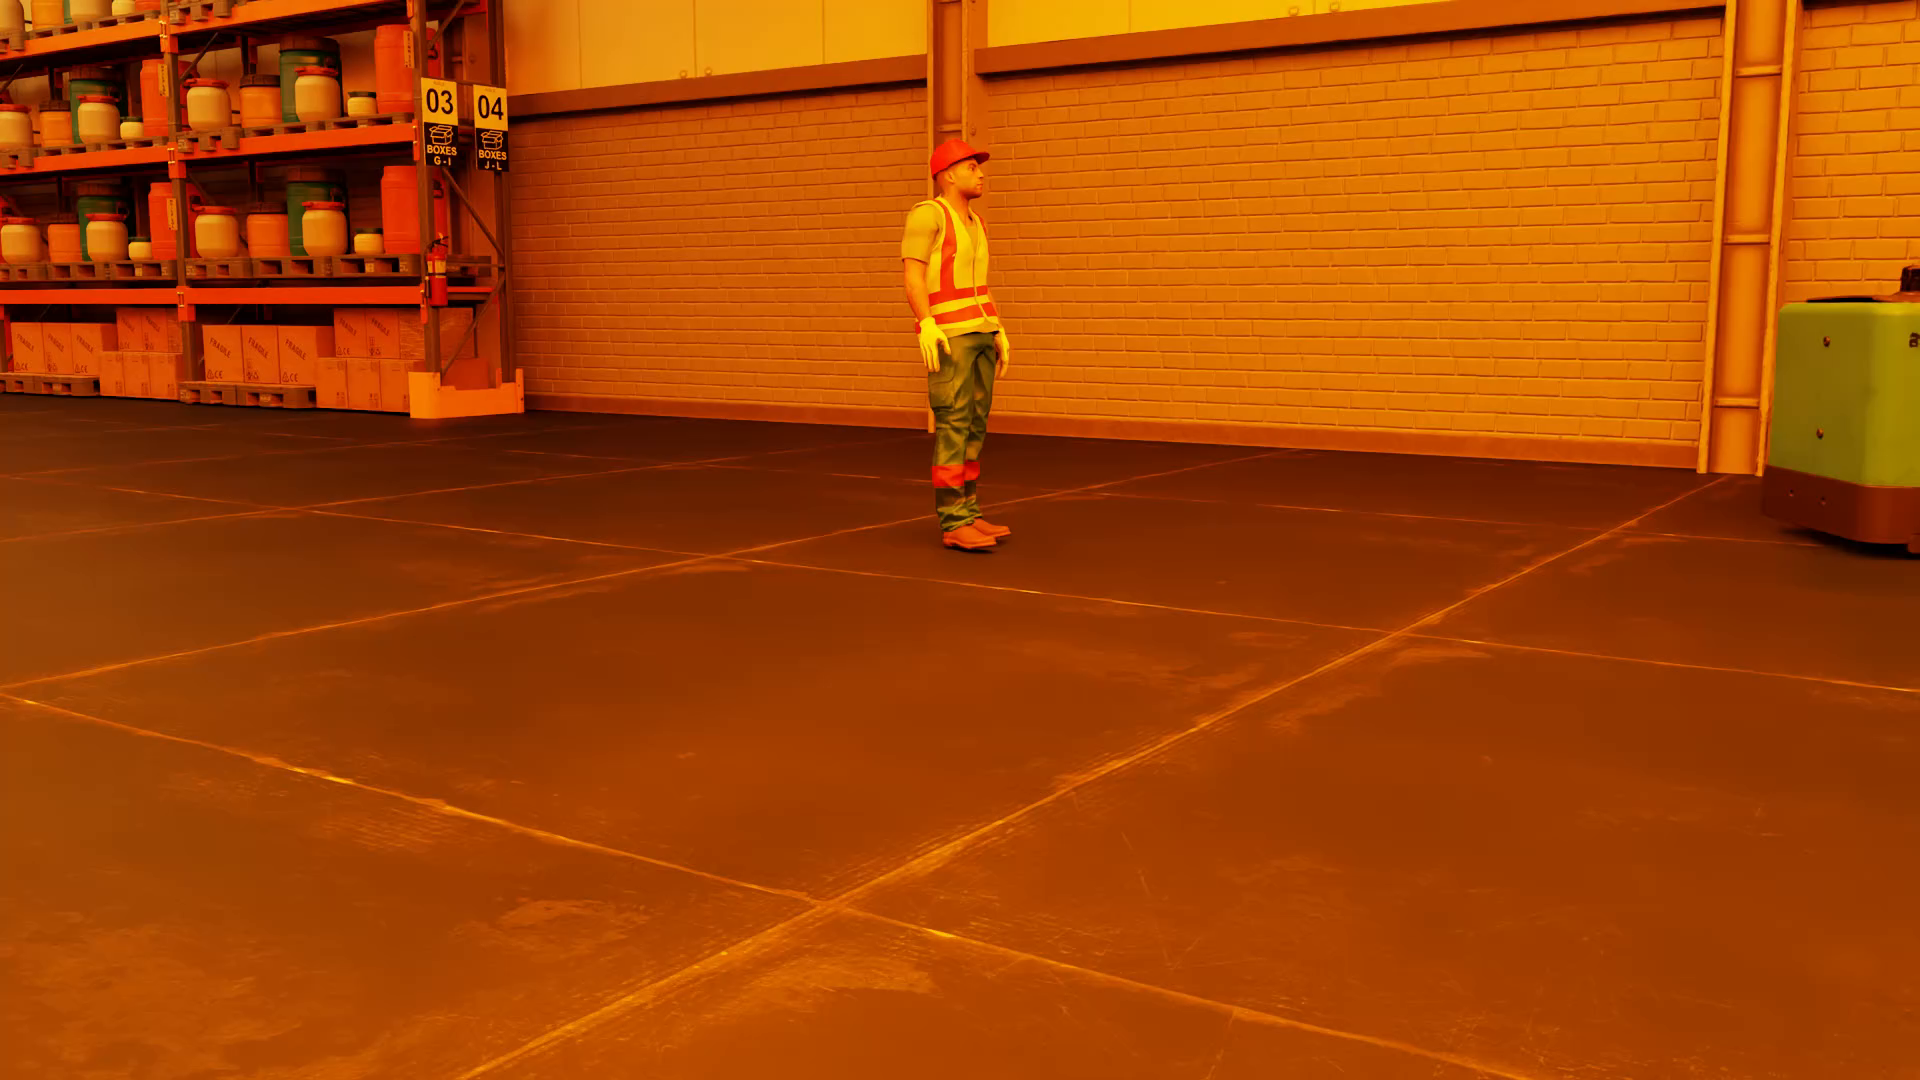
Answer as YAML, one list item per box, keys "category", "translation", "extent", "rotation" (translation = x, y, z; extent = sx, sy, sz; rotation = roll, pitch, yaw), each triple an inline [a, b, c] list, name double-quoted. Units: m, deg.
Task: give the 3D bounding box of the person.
- category: "person"
  translation: [0.059, -0.885, 7.422]
  extent: [0.564, 1.787, 0.637]
  rotation: [5, 10, 34]

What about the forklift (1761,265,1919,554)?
- category: "forklift"
  translation: [5.326, -1.432, 7.261]
  extent: [3.031, 2.935, 1.130]
  rotation: [0, 8, 2]
